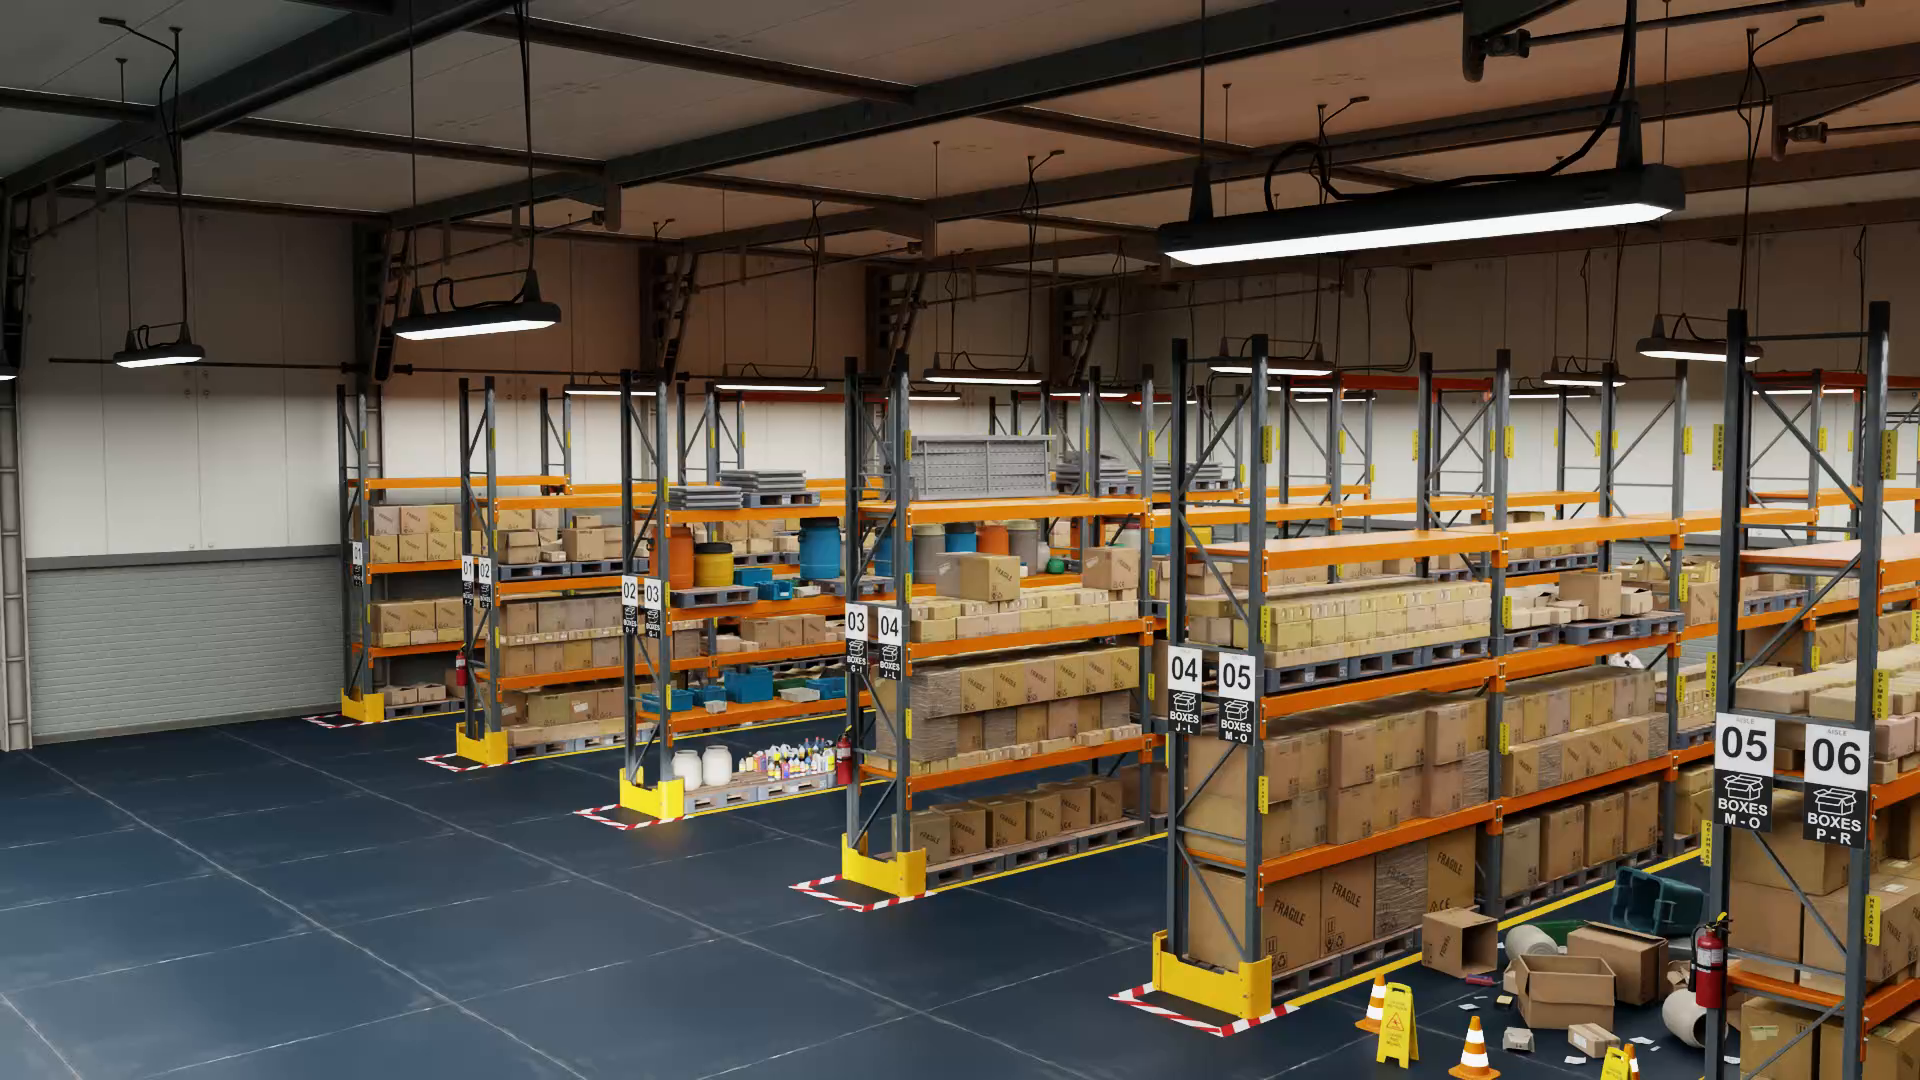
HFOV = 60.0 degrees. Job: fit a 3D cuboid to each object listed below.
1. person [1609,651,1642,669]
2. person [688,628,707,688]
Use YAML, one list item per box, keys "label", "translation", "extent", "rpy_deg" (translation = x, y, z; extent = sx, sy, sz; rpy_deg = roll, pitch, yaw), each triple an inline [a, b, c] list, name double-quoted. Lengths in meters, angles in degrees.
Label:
- label: "person"
  translation: [10.861, 2.502, 27.282]
  extent: [0.617, 1.814, 0.730]
  rpy_deg: [3, 5, 40]
- label: "person"
  translation: [-4.850, 2.388, 30.775]
  extent: [0.610, 1.529, 0.506]
  rpy_deg: [3, 5, 40]
